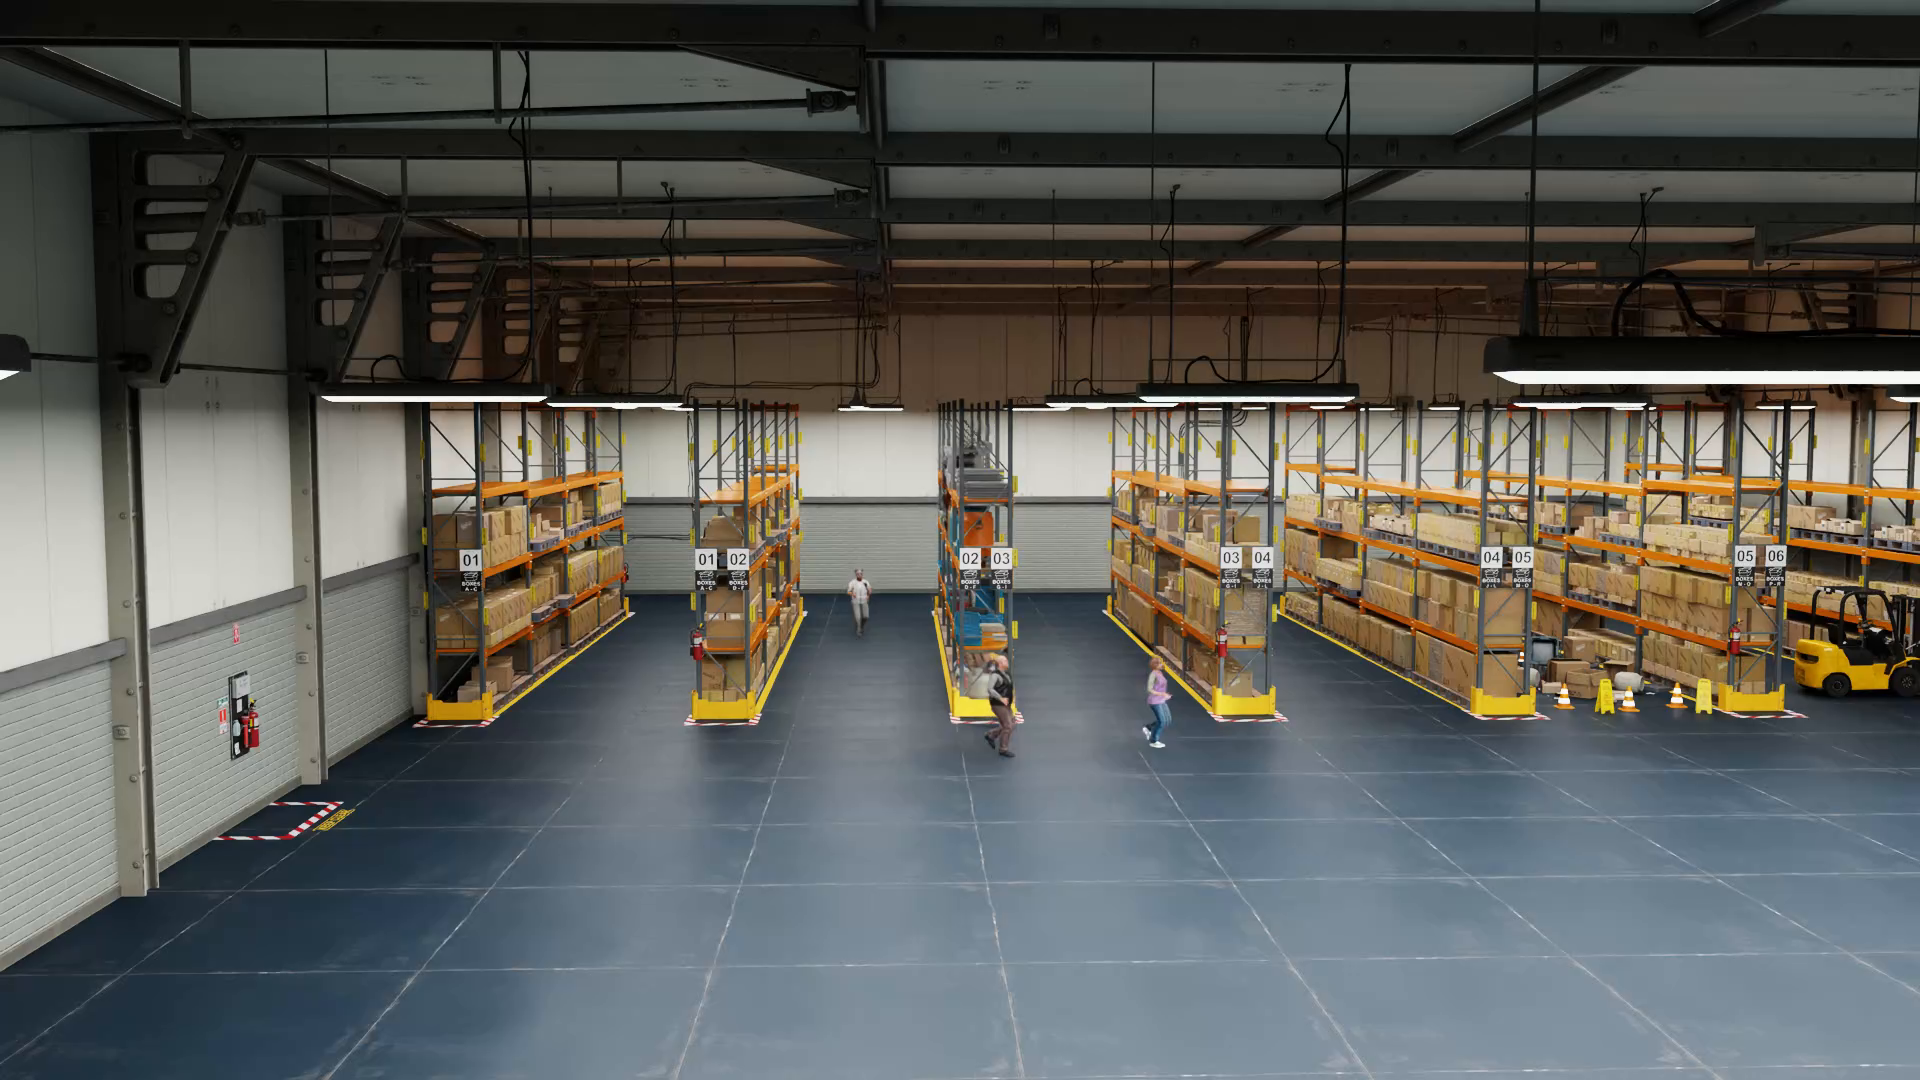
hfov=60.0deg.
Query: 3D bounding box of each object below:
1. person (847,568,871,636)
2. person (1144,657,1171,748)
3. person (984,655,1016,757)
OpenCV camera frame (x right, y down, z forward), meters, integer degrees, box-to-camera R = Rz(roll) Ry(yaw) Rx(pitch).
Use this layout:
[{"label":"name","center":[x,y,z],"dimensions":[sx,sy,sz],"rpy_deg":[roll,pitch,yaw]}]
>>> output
[{"label":"person","center":[-2.556,1.601,42.720],"dimensions":[0.650,1.742,0.602],"rpy_deg":[-1,4,-13]},{"label":"person","center":[3.387,2.784,28.502],"dimensions":[0.555,1.547,0.531],"rpy_deg":[2,5,27]},{"label":"person","center":[0.642,2.770,27.824],"dimensions":[0.604,1.693,0.670],"rpy_deg":[2,5,25]}]
